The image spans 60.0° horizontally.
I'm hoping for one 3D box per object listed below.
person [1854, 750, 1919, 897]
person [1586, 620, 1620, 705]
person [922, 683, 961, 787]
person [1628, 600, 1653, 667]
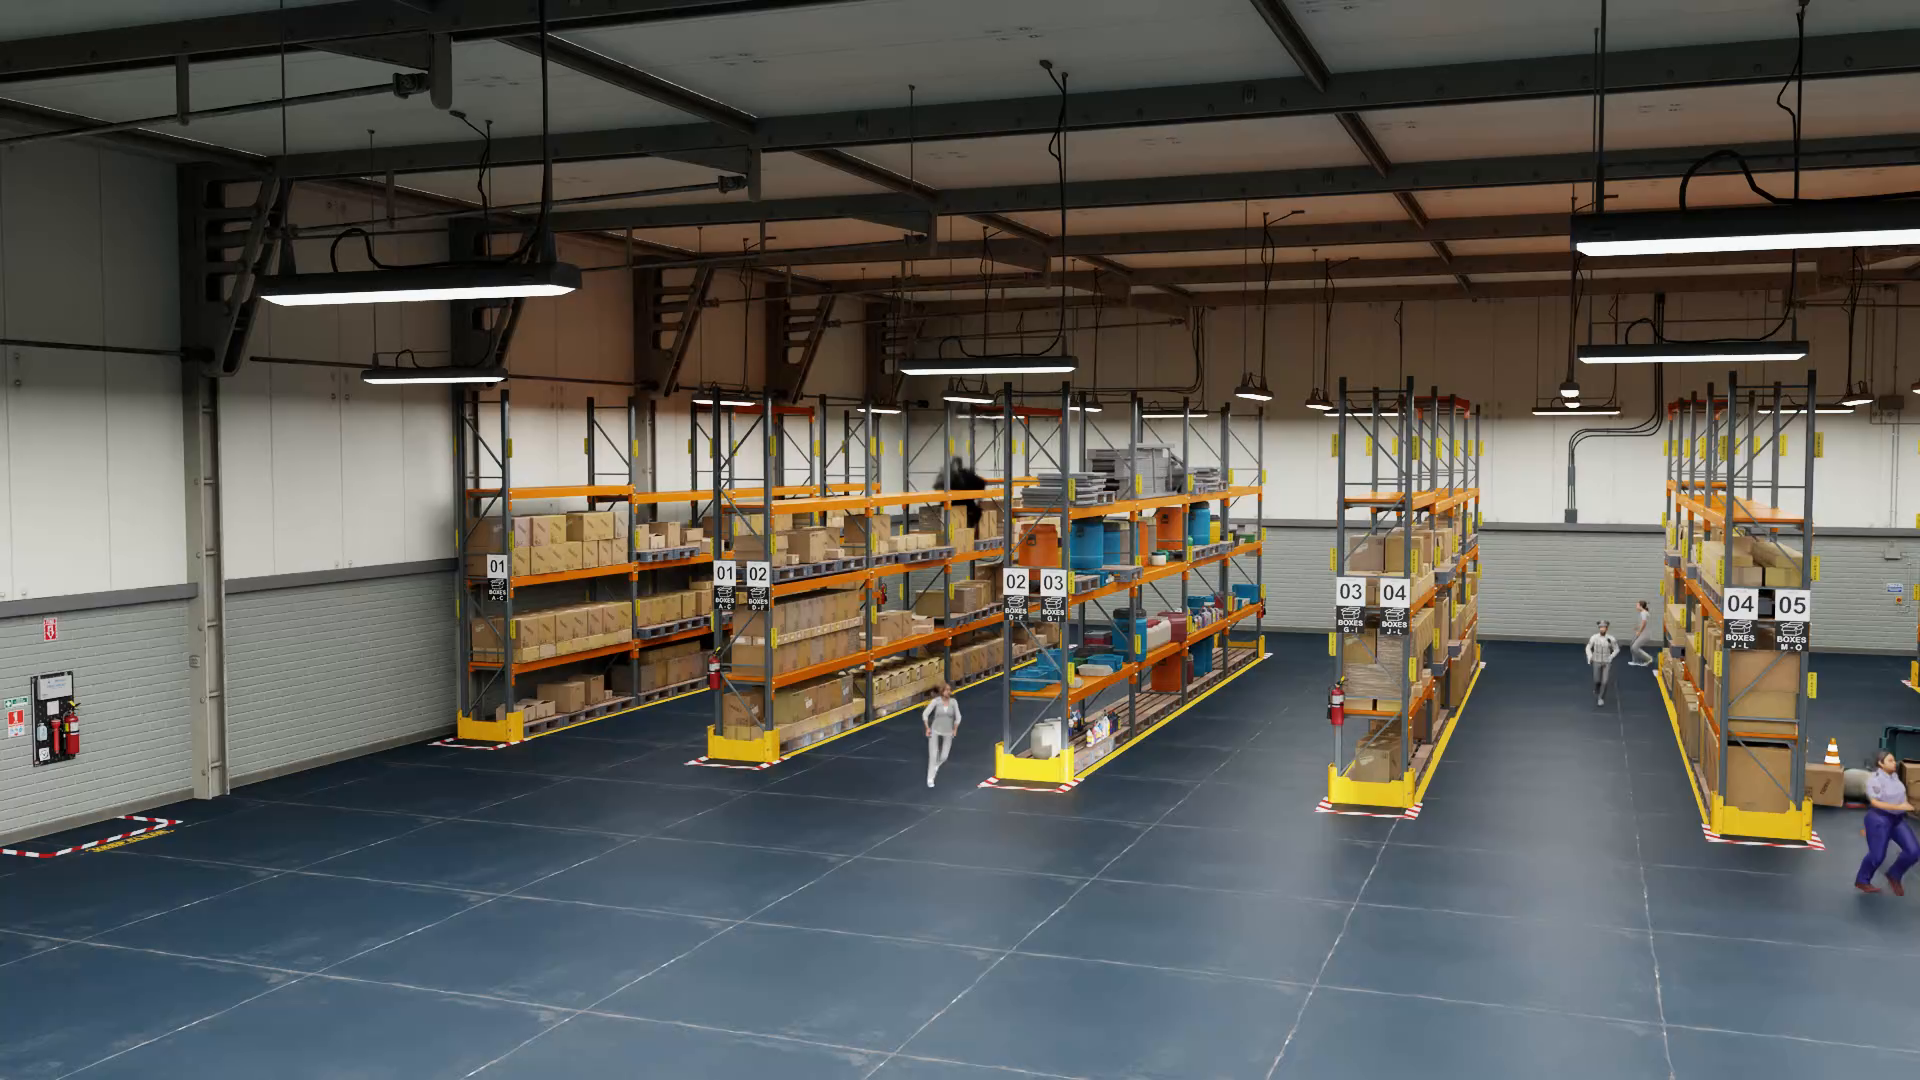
[{"bbox_3d":[10.352,3.174,18.515,0.600,1.625,0.683,-1,3,-22],"label":"person"},{"bbox_3d":[12.600,2.392,32.610,0.624,1.659,0.551,1,3,22],"label":"person"},{"bbox_3d":[-0.274,2.882,24.729,0.585,1.539,0.505,0,3,-8],"label":"person"},{"bbox_3d":[15.570,2.140,37.986,0.517,1.537,0.770,1,3,19],"label":"person"}]
